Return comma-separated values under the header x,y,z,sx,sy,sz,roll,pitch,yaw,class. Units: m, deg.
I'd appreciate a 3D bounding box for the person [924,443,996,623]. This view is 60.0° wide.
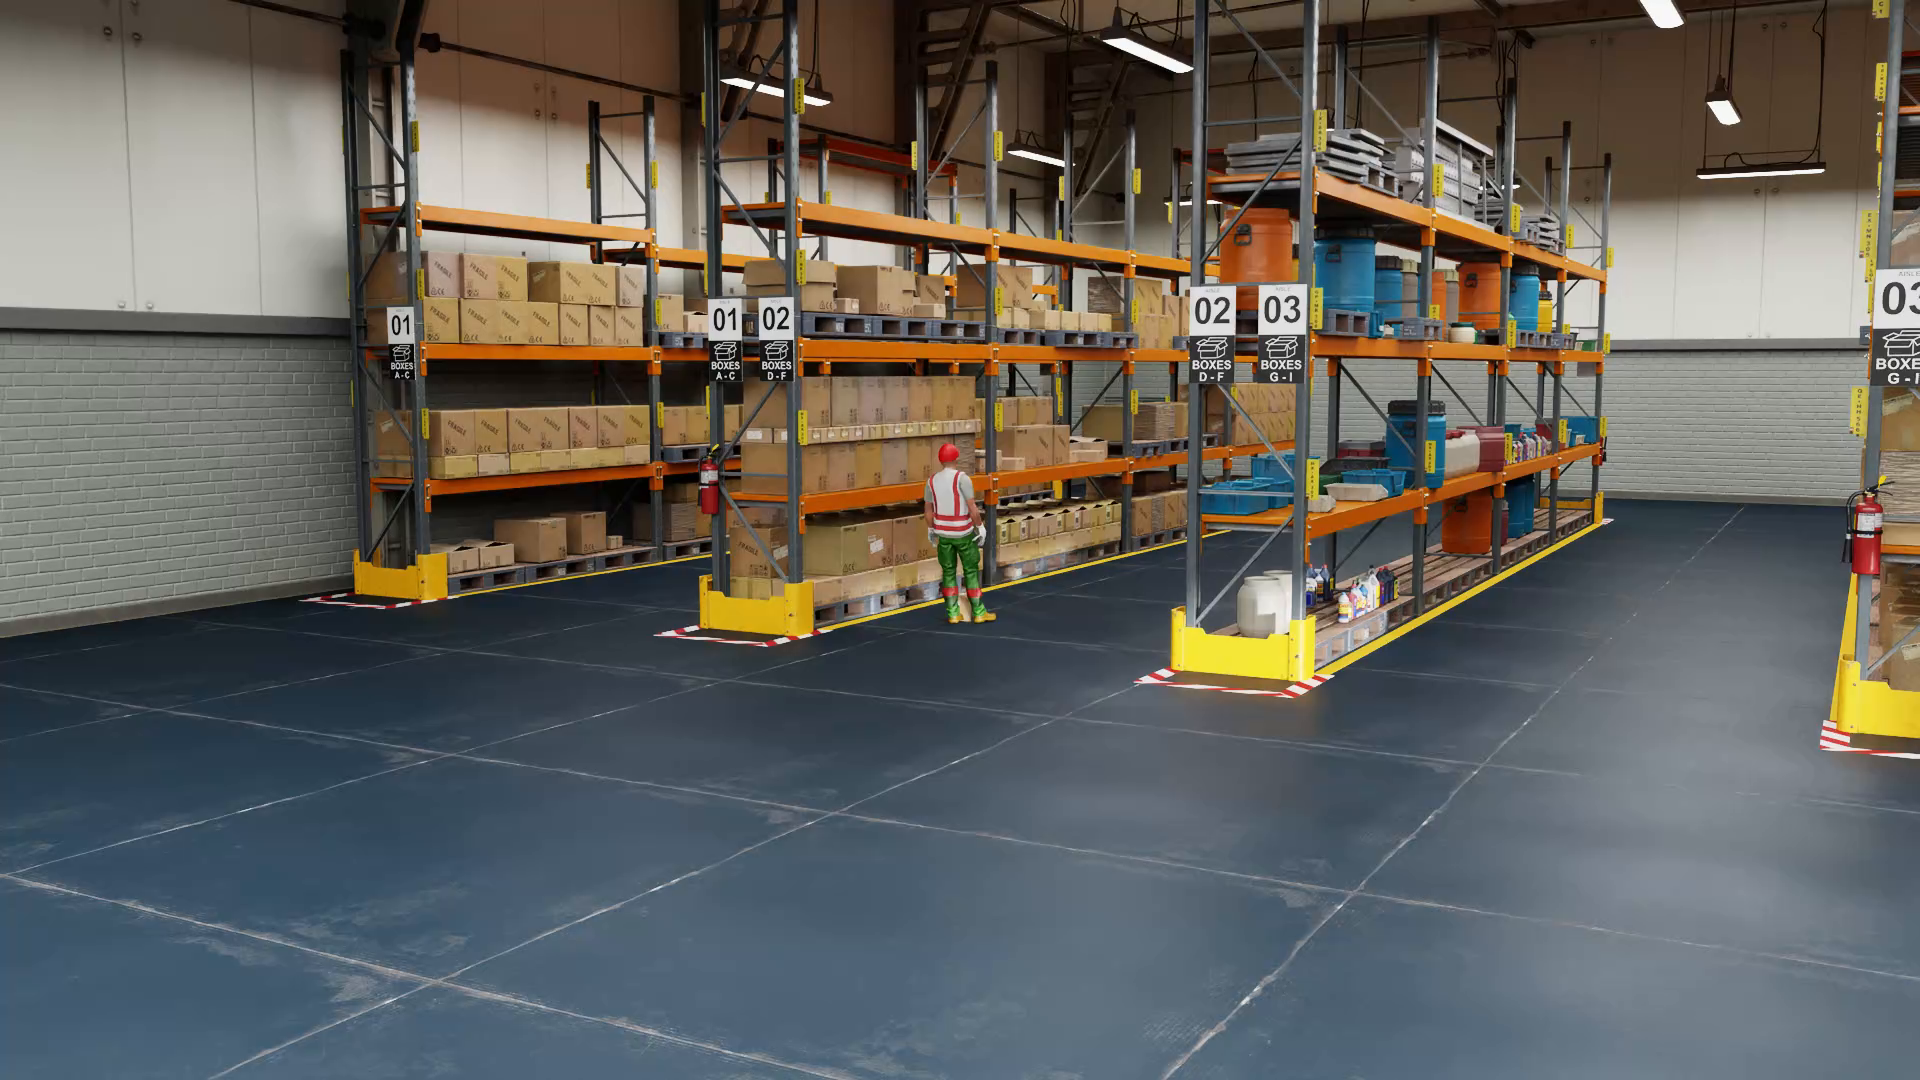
x,y,z,sx,sy,sz,roll,pitch,yaw,class
-0.011,-0.075,16.600,0.638,1.790,0.561,3,7,28,person
